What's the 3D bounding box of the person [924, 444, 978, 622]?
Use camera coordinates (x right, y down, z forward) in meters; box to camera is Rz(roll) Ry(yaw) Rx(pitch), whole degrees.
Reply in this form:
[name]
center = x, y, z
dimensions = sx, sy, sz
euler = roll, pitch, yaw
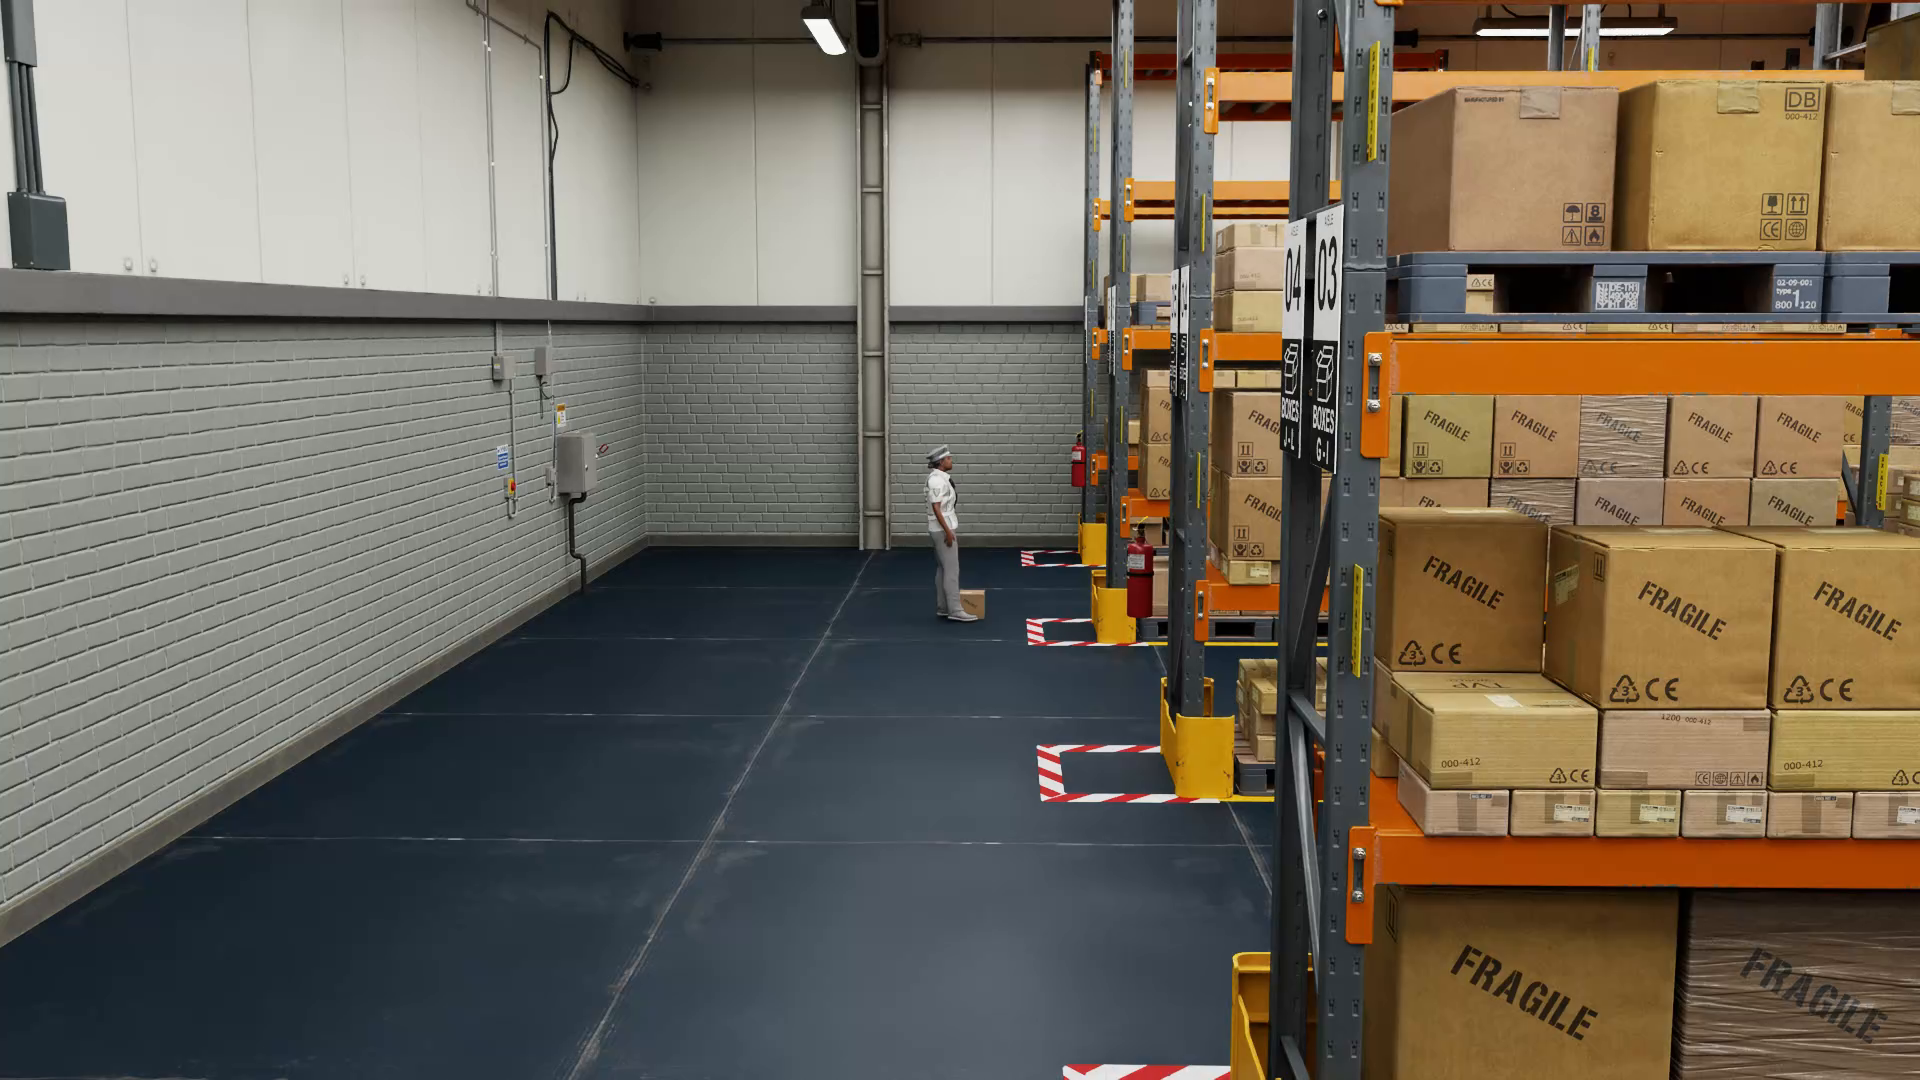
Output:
[person]
center = -0.087, -0.084, 16.233
dimensions = 0.530, 1.695, 0.569
euler = 0, 7, 1
